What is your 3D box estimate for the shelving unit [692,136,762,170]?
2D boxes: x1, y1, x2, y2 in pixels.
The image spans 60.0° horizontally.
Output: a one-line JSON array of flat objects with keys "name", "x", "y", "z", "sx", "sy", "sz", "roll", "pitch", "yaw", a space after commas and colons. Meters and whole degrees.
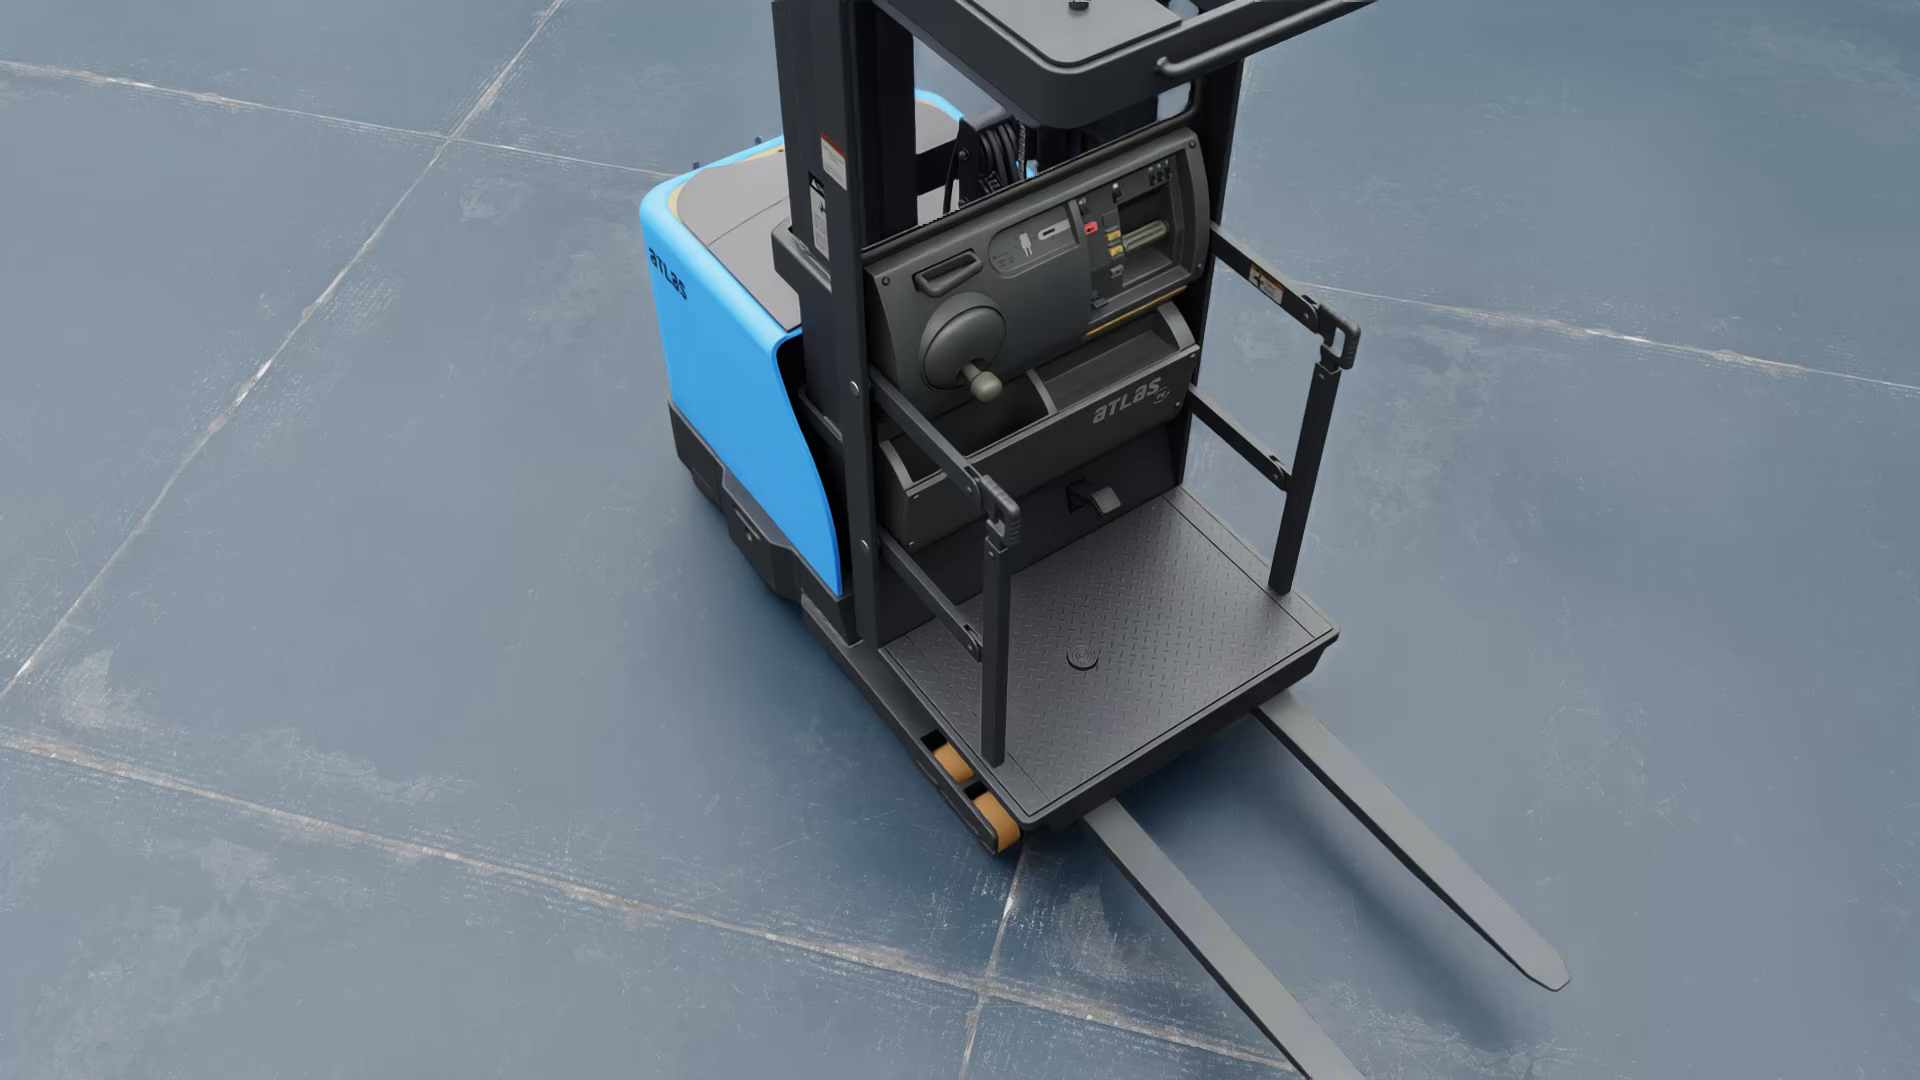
[{"name": "shelving unit", "x": -0.657, "y": -0.841, "z": 5.392, "sx": 0.258, "sy": 0.900, "sz": 0.210, "roll": -28, "pitch": 54, "yaw": -22}]

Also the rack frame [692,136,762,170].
[{"name": "rack frame", "x": -0.716, "y": -0.903, "z": 5.447, "sx": 0.240, "sy": 0.900, "sz": 0.006, "roll": -28, "pitch": 54, "yaw": -22}]

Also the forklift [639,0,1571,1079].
[{"name": "forklift", "x": 0.335, "y": -0.546, "z": 3.777, "sx": 1.130, "sy": 2.935, "sz": 3.031, "roll": -28, "pitch": 54, "yaw": -22}]
